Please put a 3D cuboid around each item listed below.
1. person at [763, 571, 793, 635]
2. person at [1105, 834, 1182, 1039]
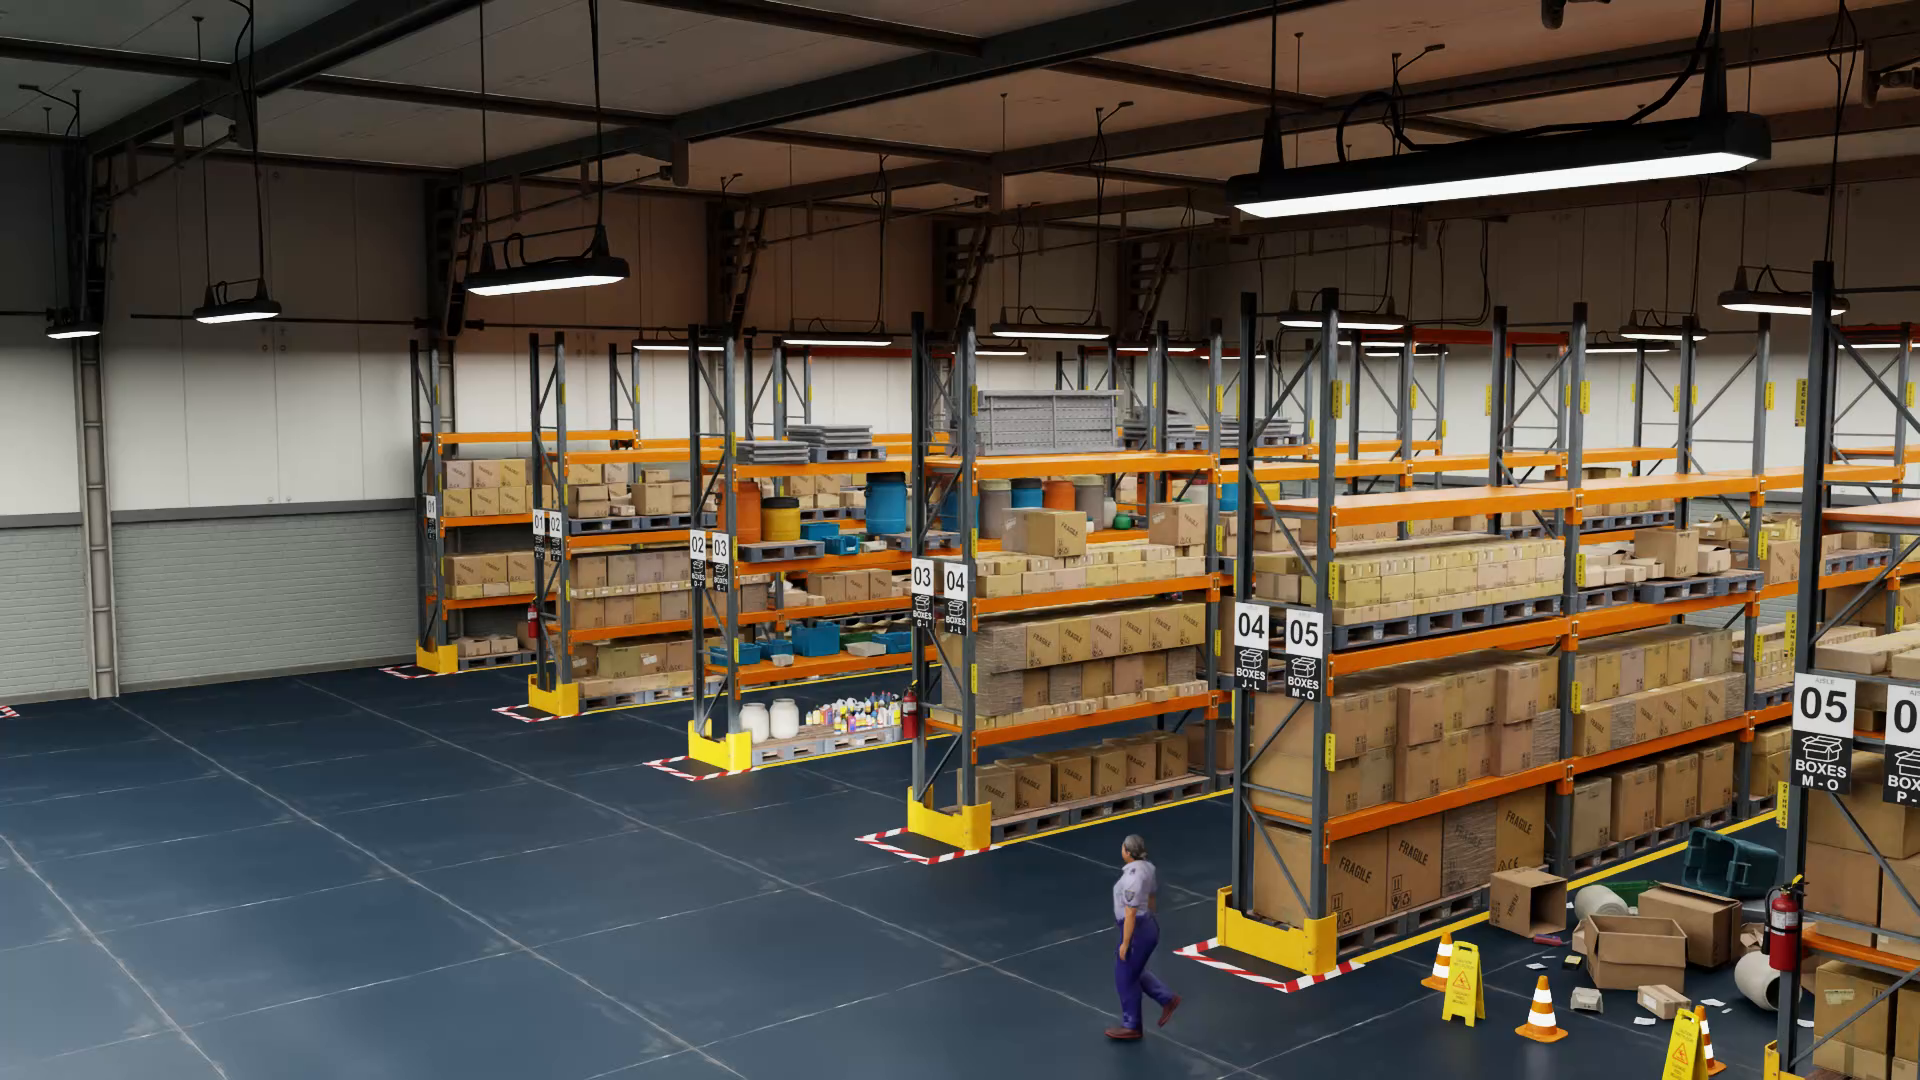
[{"bbox_3d":[-3.467,1.434,31.021,0.593,1.807,0.726,4,7,39],"label":"person"},{"bbox_3d":[1.456,3.168,13.136,0.596,1.538,0.470,1,5,10],"label":"person"}]
